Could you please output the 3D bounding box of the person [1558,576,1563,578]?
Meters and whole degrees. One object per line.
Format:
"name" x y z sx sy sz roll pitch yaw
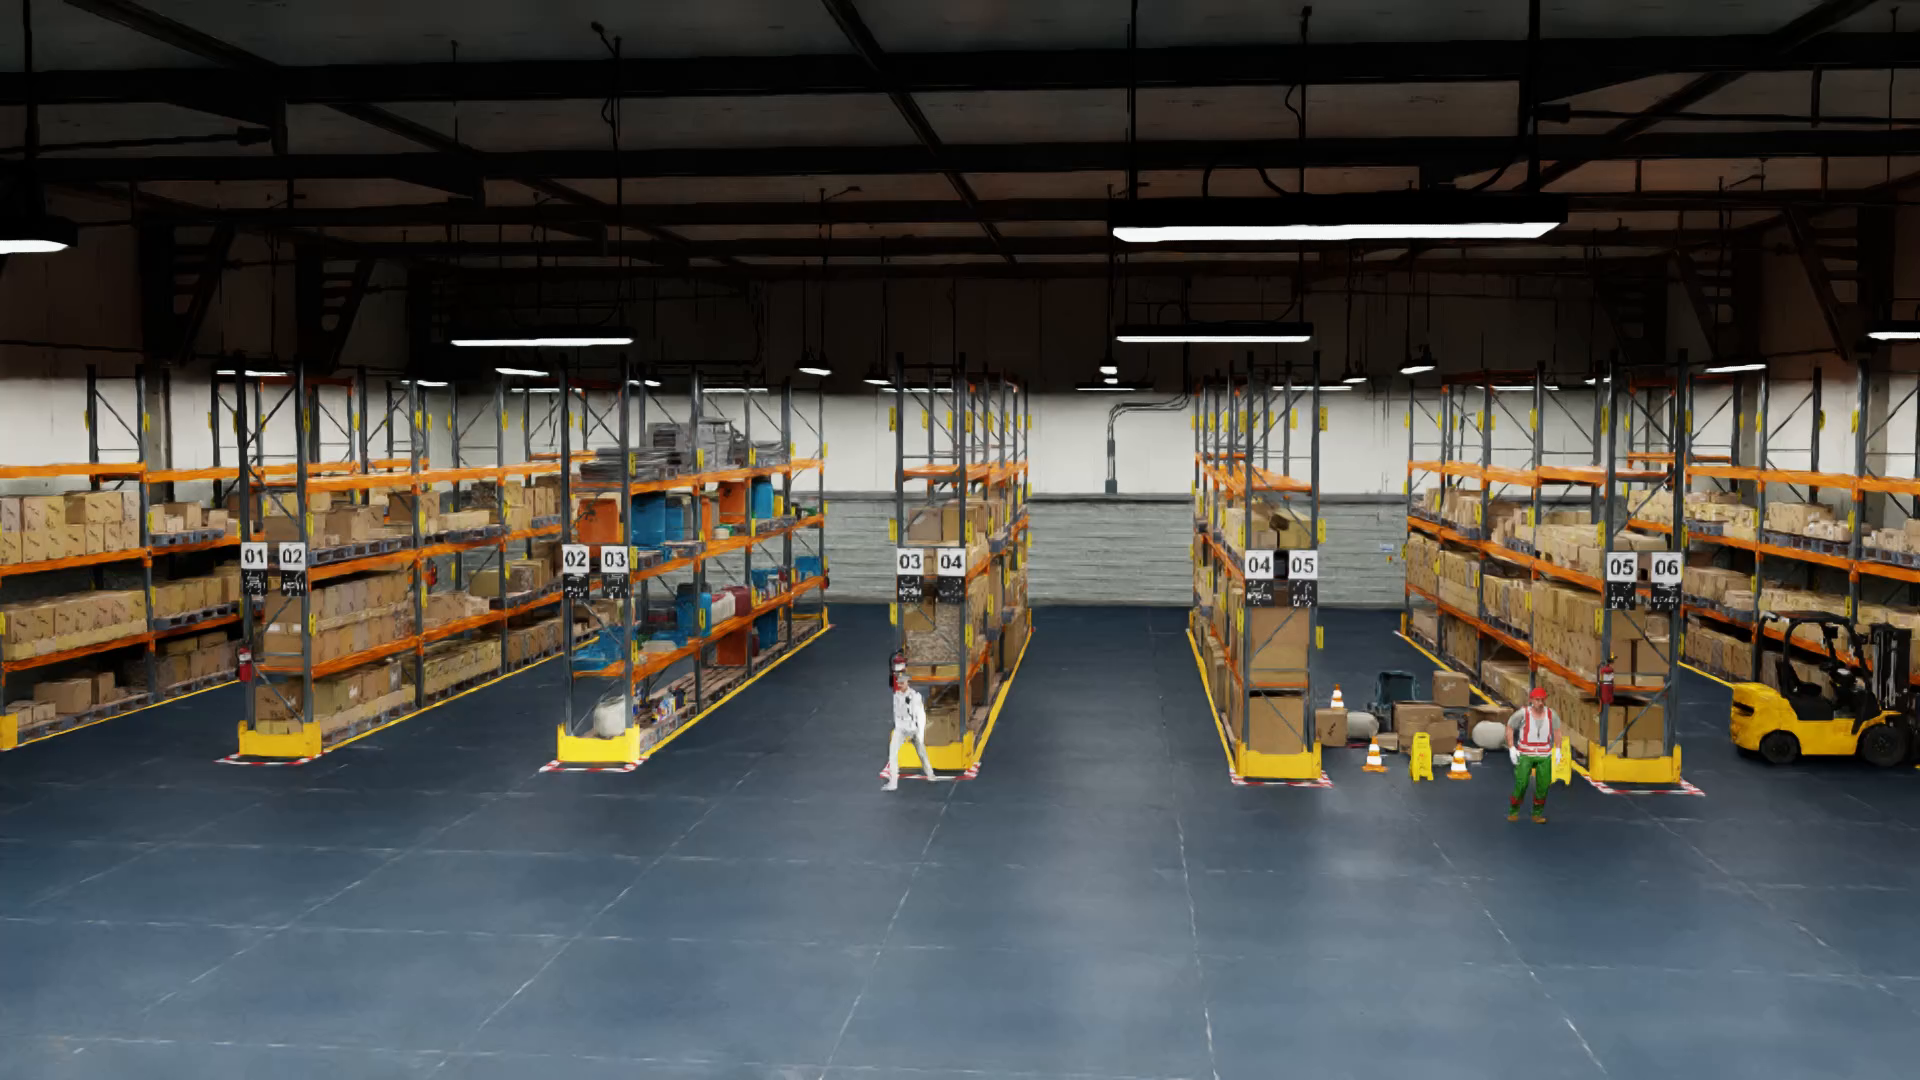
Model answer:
"person" 13.707 1.496 38.041 0.446 1.596 0.514 0 4 2

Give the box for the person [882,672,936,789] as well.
"person" -0.684 2.575 22.757 0.521 1.611 0.934 2 5 27

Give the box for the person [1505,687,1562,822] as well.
"person" 7.137 2.672 20.683 0.677 1.741 0.551 0 4 4

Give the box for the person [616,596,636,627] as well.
"person" -7.029 1.707 34.982 0.458 1.612 1.019 0 4 5

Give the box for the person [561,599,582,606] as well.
"person" -9.869 1.104 42.341 0.567 1.755 0.740 4 6 43
